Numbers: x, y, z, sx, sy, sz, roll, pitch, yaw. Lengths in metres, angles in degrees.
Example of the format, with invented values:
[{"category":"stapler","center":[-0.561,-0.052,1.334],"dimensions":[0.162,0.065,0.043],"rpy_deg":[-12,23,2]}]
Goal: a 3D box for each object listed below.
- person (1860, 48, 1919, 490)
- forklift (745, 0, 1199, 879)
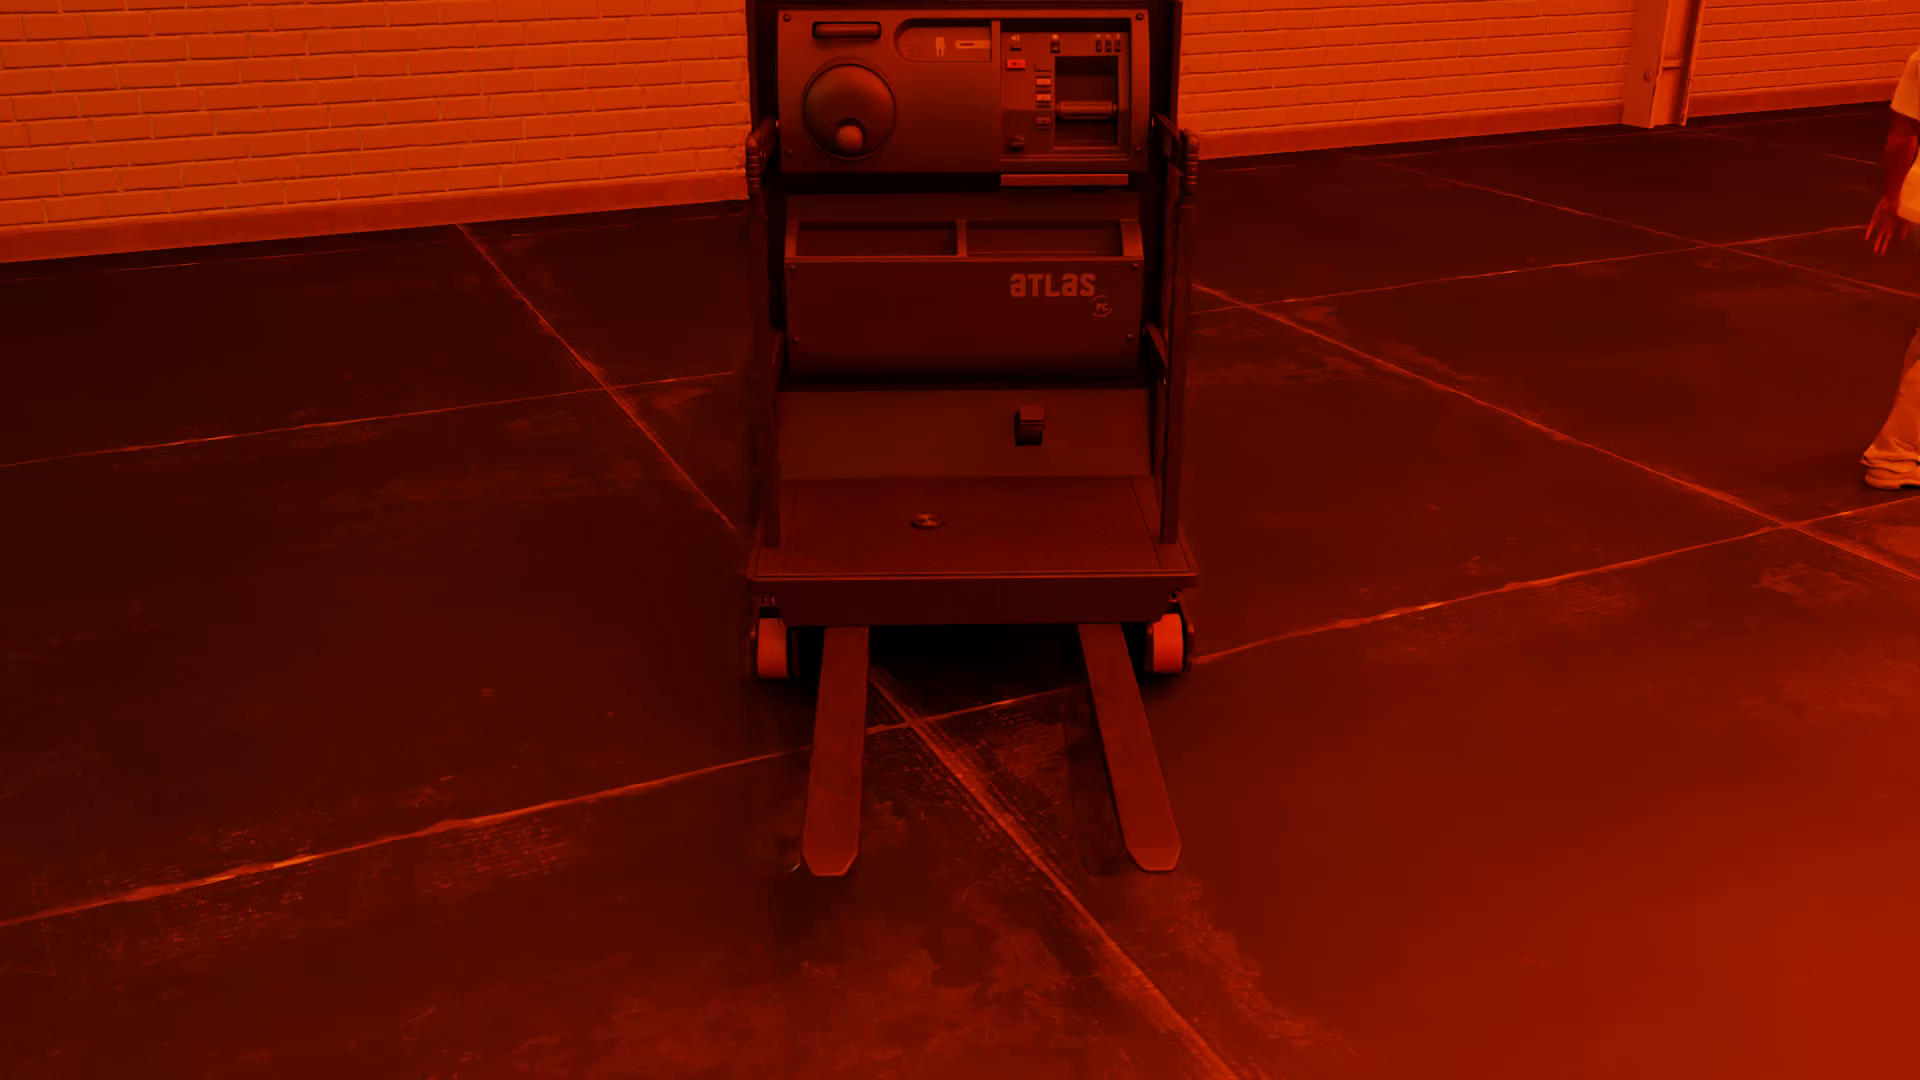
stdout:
[{"category":"person","center":[3.269,-1.007,5.335],"dimensions":[0.565,1.802,0.667],"rpy_deg":[-3,23,-7]},{"category":"forklift","center":[0.018,-1.117,3.975],"dimensions":[1.130,2.935,3.031],"rpy_deg":[-1,23,-2]}]
